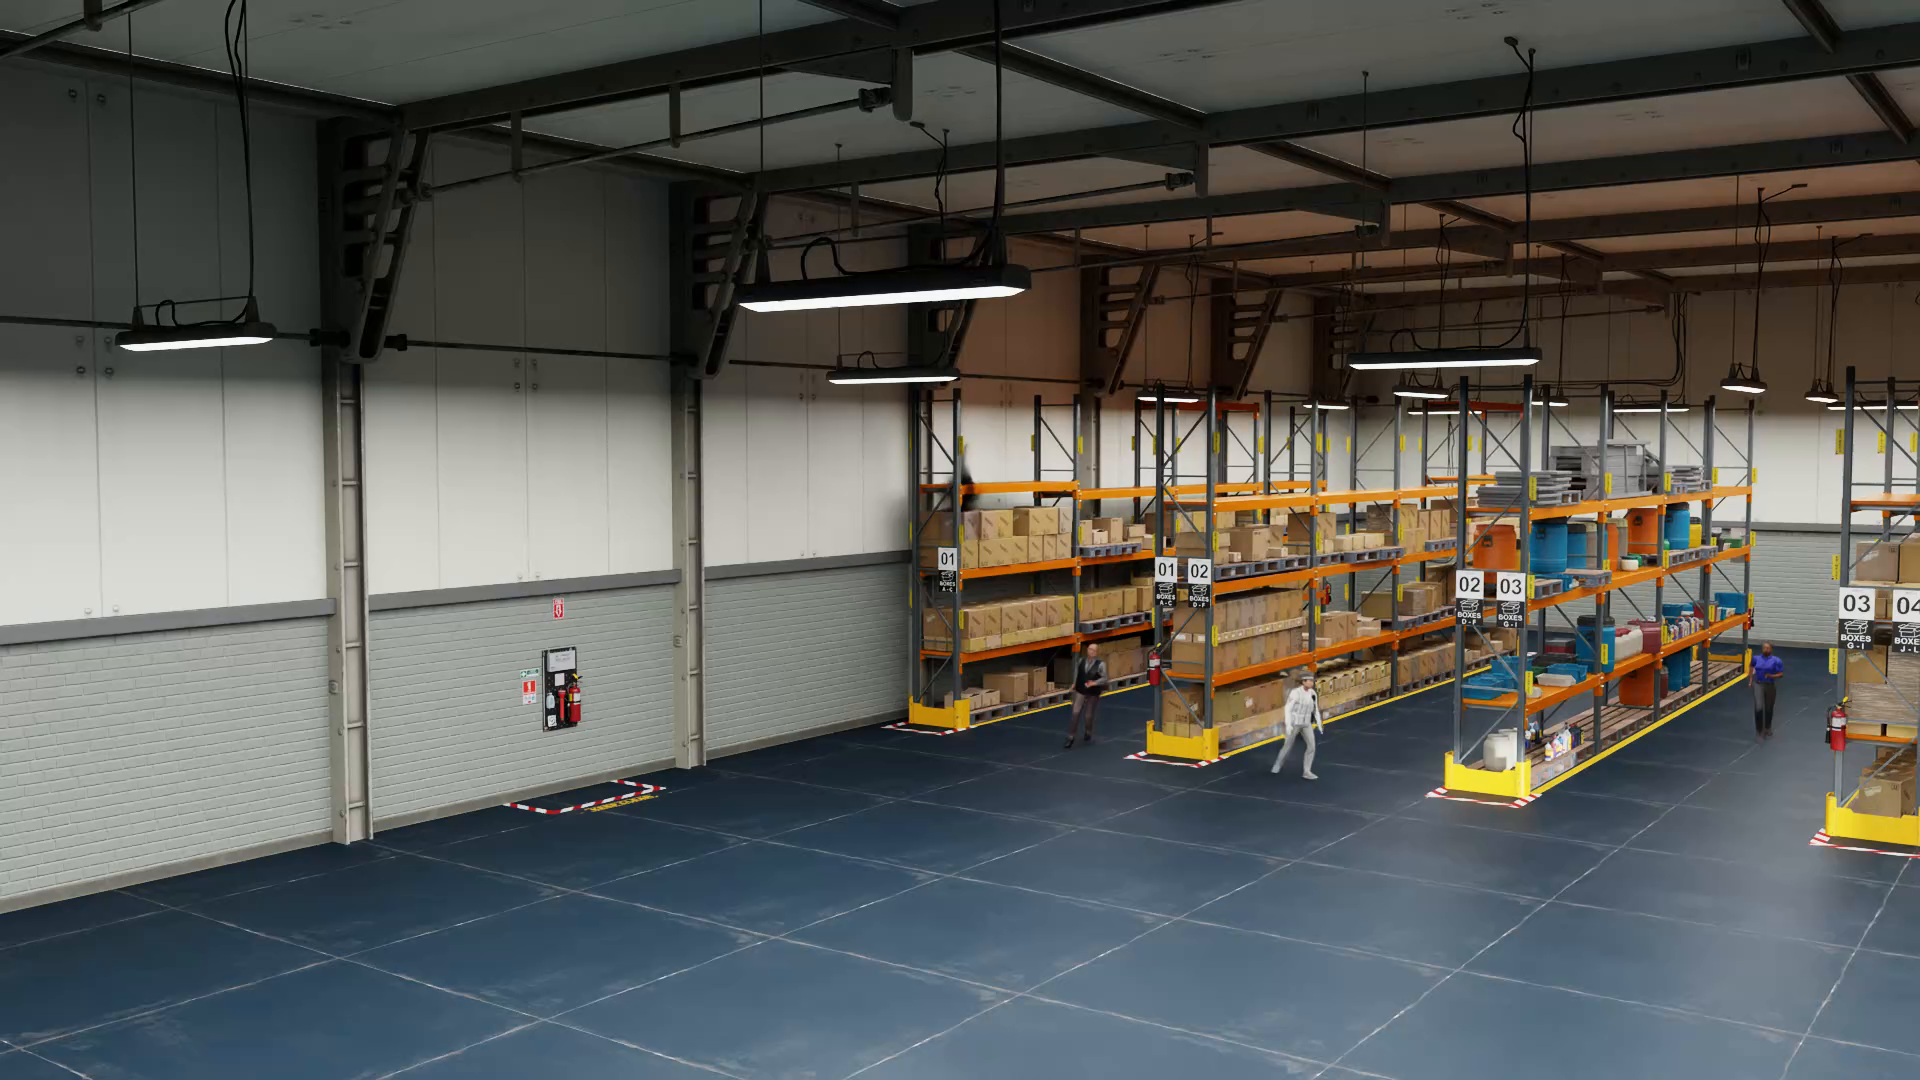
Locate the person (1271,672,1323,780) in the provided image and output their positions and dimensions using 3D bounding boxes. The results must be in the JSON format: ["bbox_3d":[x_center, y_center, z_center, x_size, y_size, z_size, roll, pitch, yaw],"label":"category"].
[{"bbox_3d":[5.098,2.768,25.130,0.661,1.617,0.777,-2,4,-26],"label":"person"}]

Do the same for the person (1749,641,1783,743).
[{"bbox_3d":[13.679,2.566,28.234,0.521,1.715,0.848,1,4,24],"label":"person"}]

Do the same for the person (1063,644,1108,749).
[{"bbox_3d":[2.119,2.553,27.523,0.701,1.689,0.910,1,3,14],"label":"person"}]
